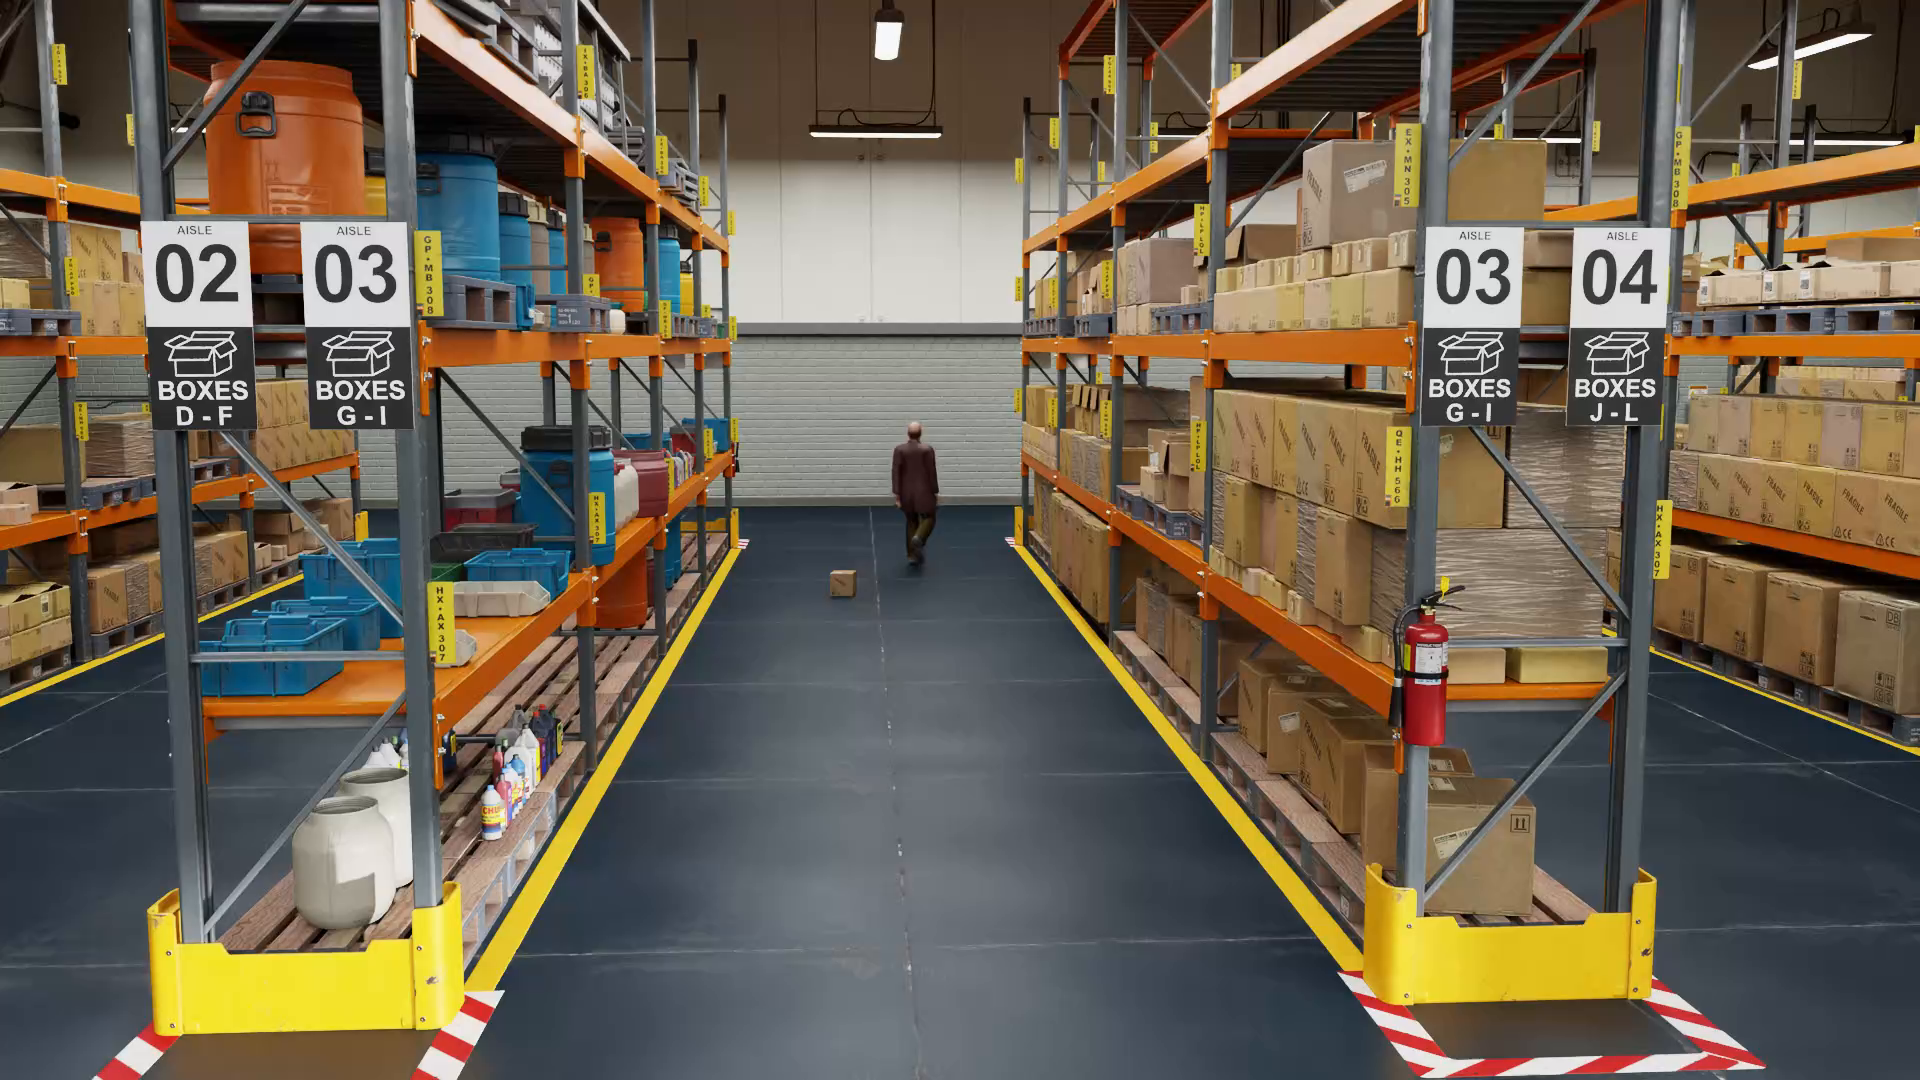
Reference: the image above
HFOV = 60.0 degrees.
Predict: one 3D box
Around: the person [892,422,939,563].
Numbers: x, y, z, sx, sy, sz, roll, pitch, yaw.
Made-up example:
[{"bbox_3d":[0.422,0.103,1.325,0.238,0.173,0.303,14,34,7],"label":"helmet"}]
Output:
[{"bbox_3d":[-0.544,-0.585,20.600,0.585,1.759,0.695,2,7,15],"label":"person"}]
